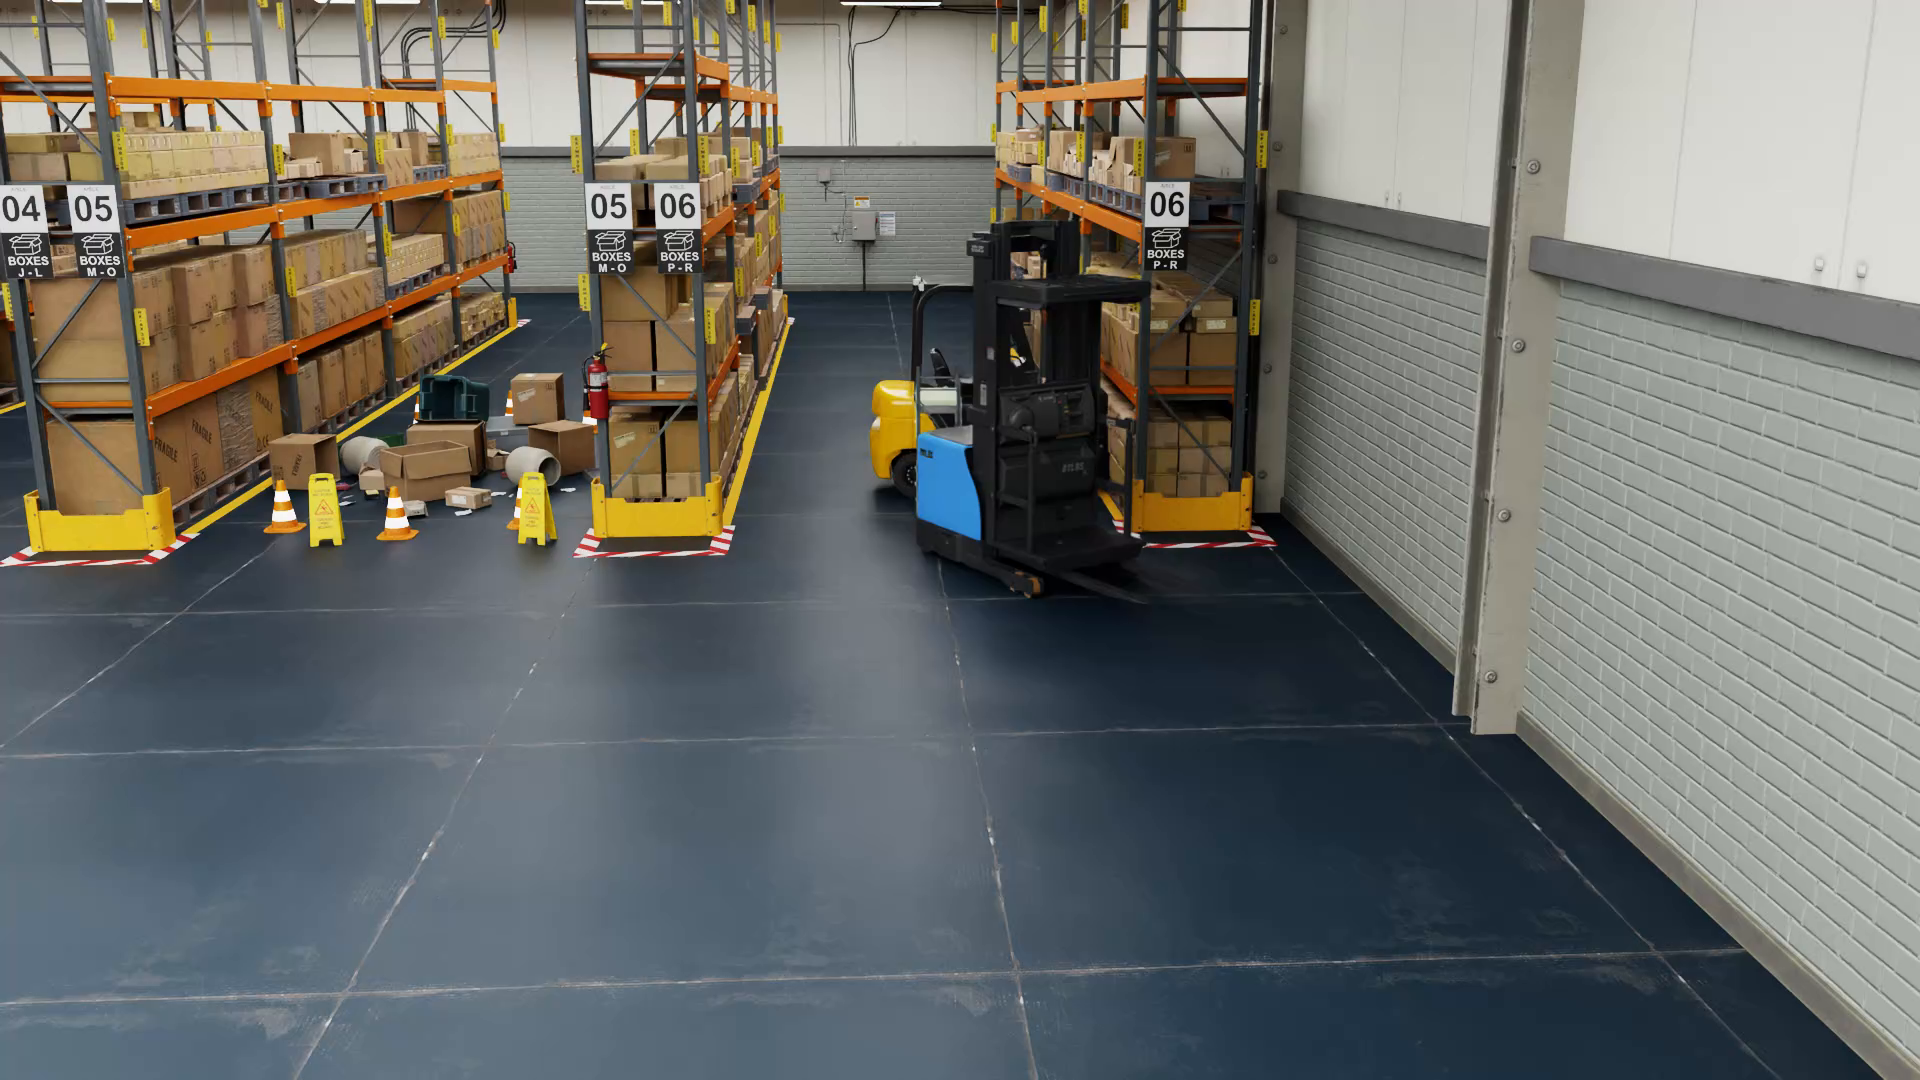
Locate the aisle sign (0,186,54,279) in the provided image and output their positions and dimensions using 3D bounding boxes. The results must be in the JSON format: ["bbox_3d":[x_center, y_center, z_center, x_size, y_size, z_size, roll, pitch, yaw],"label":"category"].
[{"bbox_3d":[-8.033,-2.641,14.279,0.394,0.787,0.004,-1,14,-3],"label":"aisle sign"}]

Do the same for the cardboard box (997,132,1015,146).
[{"bbox_3d":[0.936,-7.215,29.953,0.500,0.250,0.500,-1,14,-4],"label":"cardboard box"}]

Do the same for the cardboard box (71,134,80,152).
[{"bbox_3d":[-8.127,-3.578,14.977,0.380,0.149,0.250,-1,14,-3],"label":"cardboard box"}]

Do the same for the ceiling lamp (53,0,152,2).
[{"bbox_3d":[-16.282,-11.695,30.929,2.000,3.185,0.800,-1,14,-3],"label":"ceiling lamp"}]

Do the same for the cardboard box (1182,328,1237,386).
[{"bbox_3d":[2.397,-1.760,15.869,0.500,0.500,0.500,0,14,-2],"label":"cardboard box"}]

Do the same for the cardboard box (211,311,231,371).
[{"bbox_3d":[-7.846,-1.978,16.616,0.875,0.550,0.500,-1,14,-3],"label":"cardboard box"}]

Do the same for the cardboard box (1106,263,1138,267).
[{"bbox_3d":[2.047,-3.412,20.988,0.380,0.149,0.250,-1,14,-3],"label":"cardboard box"}]

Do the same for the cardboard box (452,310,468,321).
[{"bbox_3d":[-8.254,-3.658,27.133,0.380,0.149,0.250,0,14,-1],"label":"cardboard box"}]

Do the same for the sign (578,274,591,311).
[{"bbox_3d":[-3.359,-2.216,14.887,0.100,0.325,0.005,-1,14,-3],"label":"sign"}]

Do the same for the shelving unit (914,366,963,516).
[{"bbox_3d":[-0.202,-0.808,15.381,0.431,1.500,0.755,0,14,-1],"label":"shelving unit"}]

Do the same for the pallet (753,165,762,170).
[{"bbox_3d":[-3.441,-5.623,25.450,0.805,0.209,1.217,-1,15,-6],"label":"pallet"}]

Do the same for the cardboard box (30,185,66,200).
[{"bbox_3d":[-8.097,-3.065,14.583,0.380,0.149,0.250,-1,14,-4],"label":"cardboard box"}]

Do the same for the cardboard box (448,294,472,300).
[{"bbox_3d":[-8.899,-4.292,29.598,0.380,0.149,0.250,-1,14,-2],"label":"cardboard box"}]

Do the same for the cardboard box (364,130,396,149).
[{"bbox_3d":[-8.071,-5.562,23.091,0.396,0.266,0.258,-1,14,-3],"label":"cardboard box"}]

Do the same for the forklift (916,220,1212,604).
[{"bbox_3d":[0.840,-1.087,13.594,1.130,2.935,3.031,-9,17,-32],"label":"forklift"}]

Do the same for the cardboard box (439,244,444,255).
[{"bbox_3d":[-8.260,-4.519,25.858,0.380,0.149,0.250,0,14,-2],"label":"cardboard box"}]

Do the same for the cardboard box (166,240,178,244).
[{"bbox_3d":[-13.272,-5.147,27.434,0.500,0.500,0.500,-1,14,-5],"label":"cardboard box"}]

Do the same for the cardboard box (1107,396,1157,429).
[{"bbox_3d":[1.732,-1.302,16.958,0.500,0.250,0.500,-1,14,-3],"label":"cardboard box"}]

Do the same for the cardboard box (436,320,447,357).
[{"bbox_3d":[-8.153,-3.074,25.352,0.500,0.500,0.500,-1,14,-5],"label":"cardboard box"}]

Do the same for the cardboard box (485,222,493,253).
[{"bbox_3d":[-8.377,-5.214,28.699,0.500,0.500,0.500,-1,14,-3],"label":"cardboard box"}]

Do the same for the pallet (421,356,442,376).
[{"bbox_3d":[-8.353,-2.541,24.702,1.003,0.211,1.213,-1,14,-3],"label":"pallet"}]

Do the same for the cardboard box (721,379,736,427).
[{"bbox_3d":[-2.714,-1.466,18.100,0.500,0.500,0.500,-1,14,-2],"label":"cardboard box"}]

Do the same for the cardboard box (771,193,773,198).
[{"bbox_3d":[-3.439,-5.930,28.767,0.380,0.149,0.250,-1,14,-2],"label":"cardboard box"}]

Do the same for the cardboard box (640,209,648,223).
[{"bbox_3d":[-3.136,-3.050,15.567,0.380,0.149,0.250,0,14,-2],"label":"cardboard box"}]

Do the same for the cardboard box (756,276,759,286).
[{"bbox_3d":[-3.079,-3.549,23.324,0.500,0.250,0.500,-1,14,-4],"label":"cardboard box"}]

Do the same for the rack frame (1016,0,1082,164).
[{"bbox_3d":[1.407,-7.474,26.237,1.000,3.000,0.127,-1,14,-3],"label":"rack frame"}]

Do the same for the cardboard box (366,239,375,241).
[{"bbox_3d":[-8.850,-4.395,24.779,0.380,0.149,0.250,-1,14,-4],"label":"cardboard box"}]

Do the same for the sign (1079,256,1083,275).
[{"bbox_3d":[1.361,-3.090,19.076,0.100,0.325,0.005,-1,14,-3],"label":"sign"}]

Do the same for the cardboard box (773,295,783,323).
[{"bbox_3d":[-3.589,-4.058,29.301,0.875,0.438,0.875,0,14,-2],"label":"cardboard box"}]

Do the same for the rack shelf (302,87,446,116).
[{"bbox_3d":[-8.358,-6.255,23.747,1.077,0.370,4.000,-1,14,-3],"label":"rack shelf"}]

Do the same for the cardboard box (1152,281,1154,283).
[{"bbox_3d":[1.818,-2.620,17.315,0.380,0.149,0.250,-1,14,-3],"label":"cardboard box"}]

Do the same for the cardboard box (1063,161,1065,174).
[{"bbox_3d":[1.483,-4.622,20.635,0.380,0.149,0.250,-1,14,-4],"label":"cardboard box"}]

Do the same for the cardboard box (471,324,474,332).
[{"bbox_3d":[-8.384,-3.563,27.957,0.380,0.149,0.250,-2,15,-6],"label":"cardboard box"}]

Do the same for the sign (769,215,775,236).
[{"bbox_3d":[-3.006,-5.024,26.591,0.100,0.325,0.005,-1,14,-3],"label":"sign"}]

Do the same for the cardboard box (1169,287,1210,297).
[{"bbox_3d":[2.288,-2.435,16.595,0.380,0.149,0.250,0,14,-2],"label":"cardboard box"}]

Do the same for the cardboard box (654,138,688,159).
[{"bbox_3d":[-3.215,-4.469,19.033,0.500,0.250,0.500,-1,14,-2],"label":"cardboard box"}]

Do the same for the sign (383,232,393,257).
[{"bbox_3d":[-7.680,-3.964,22.314,0.100,0.325,0.005,-1,14,-3],"label":"sign"}]

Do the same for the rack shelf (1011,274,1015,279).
[{"bbox_3d":[1.283,-4.717,29.008,1.077,0.370,4.000,-1,14,-3],"label":"rack shelf"}]

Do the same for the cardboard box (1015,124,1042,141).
[{"bbox_3d":[1.077,-6.415,26.177,0.396,0.266,0.258,-1,14,-4],"label":"cardboard box"}]

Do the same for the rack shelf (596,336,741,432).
[{"bbox_3d":[-2.928,-1.655,17.107,1.077,0.370,4.000,-1,14,-3],"label":"rack shelf"}]

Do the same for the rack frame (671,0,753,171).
[{"bbox_3d":[-3.299,-6.401,22.069,1.000,3.000,0.127,-1,14,-3],"label":"rack frame"}]

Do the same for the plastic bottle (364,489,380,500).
[{"bbox_3d":[-5.994,-0.466,16.940,0.133,0.061,0.283,-6,16,-23],"label":"plastic bottle"}]

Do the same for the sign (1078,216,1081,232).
[{"bbox_3d":[1.960,-5.138,26.877,0.100,0.325,0.005,-1,14,-3],"label":"sign"}]

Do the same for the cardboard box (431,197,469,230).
[{"bbox_3d":[-8.314,-5.310,27.065,0.500,0.500,0.500,-1,14,-5],"label":"cardboard box"}]

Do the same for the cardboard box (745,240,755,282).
[{"bbox_3d":[-2.951,-3.654,21.793,0.500,0.500,0.500,-1,14,-4],"label":"cardboard box"}]

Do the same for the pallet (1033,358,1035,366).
[{"bbox_3d":[1.573,-2.712,25.366,1.003,0.211,1.213,-1,14,-3],"label":"pallet"}]

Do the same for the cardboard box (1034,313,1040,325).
[{"bbox_3d":[1.317,-3.329,25.042,0.380,0.149,0.250,-2,15,-6],"label":"cardboard box"}]

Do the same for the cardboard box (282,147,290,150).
[{"bbox_3d":[-8.408,-4.872,21.282,0.500,0.311,0.500,-1,14,-3],"label":"cardboard box"}]

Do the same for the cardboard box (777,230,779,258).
[{"bbox_3d":[-3.443,-5.165,29.104,0.500,0.500,0.500,0,14,-2],"label":"cardboard box"}]

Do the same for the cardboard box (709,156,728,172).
[{"bbox_3d":[-2.648,-3.951,17.469,0.380,0.149,0.250,0,14,-2],"label":"cardboard box"}]

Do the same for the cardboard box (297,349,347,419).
[{"bbox_3d":[-8.170,-1.906,20.311,1.050,0.750,0.750,-1,14,-3],"label":"cardboard box"}]

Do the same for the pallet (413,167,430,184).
[{"bbox_3d":[-8.482,-5.338,24.333,1.213,0.211,1.003,-1,14,-3],"label":"pallet"}]

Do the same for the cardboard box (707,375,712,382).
[{"bbox_3d":[-2.584,-1.602,15.961,0.380,0.149,0.250,-1,14,-5],"label":"cardboard box"}]

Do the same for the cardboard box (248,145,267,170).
[{"bbox_3d":[-7.699,-4.057,17.639,0.500,0.250,0.500,-1,14,-4],"label":"cardboard box"}]
